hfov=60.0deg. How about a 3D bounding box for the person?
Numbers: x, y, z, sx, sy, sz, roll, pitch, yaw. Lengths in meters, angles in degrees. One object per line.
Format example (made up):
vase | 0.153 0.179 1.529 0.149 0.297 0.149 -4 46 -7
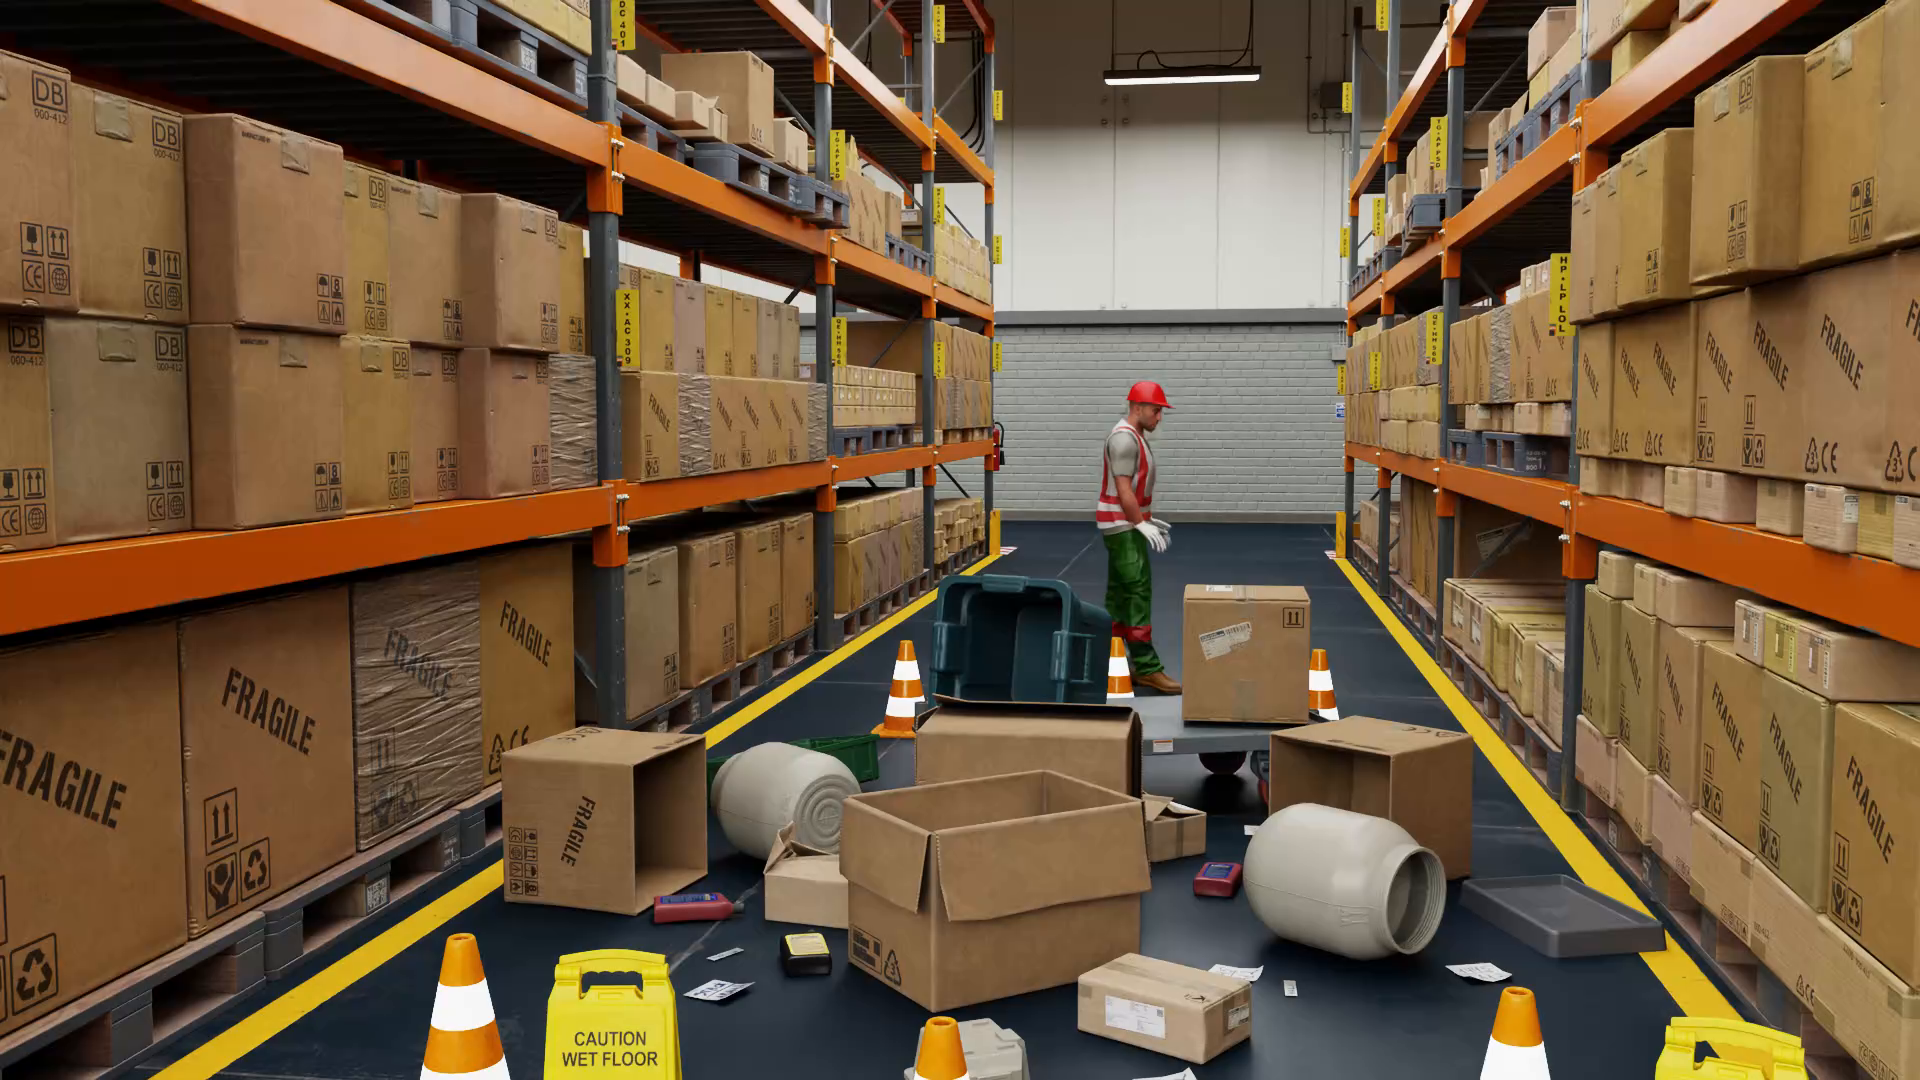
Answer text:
person | 1.079 -0.038 9.764 0.562 1.784 0.563 1 5 14
